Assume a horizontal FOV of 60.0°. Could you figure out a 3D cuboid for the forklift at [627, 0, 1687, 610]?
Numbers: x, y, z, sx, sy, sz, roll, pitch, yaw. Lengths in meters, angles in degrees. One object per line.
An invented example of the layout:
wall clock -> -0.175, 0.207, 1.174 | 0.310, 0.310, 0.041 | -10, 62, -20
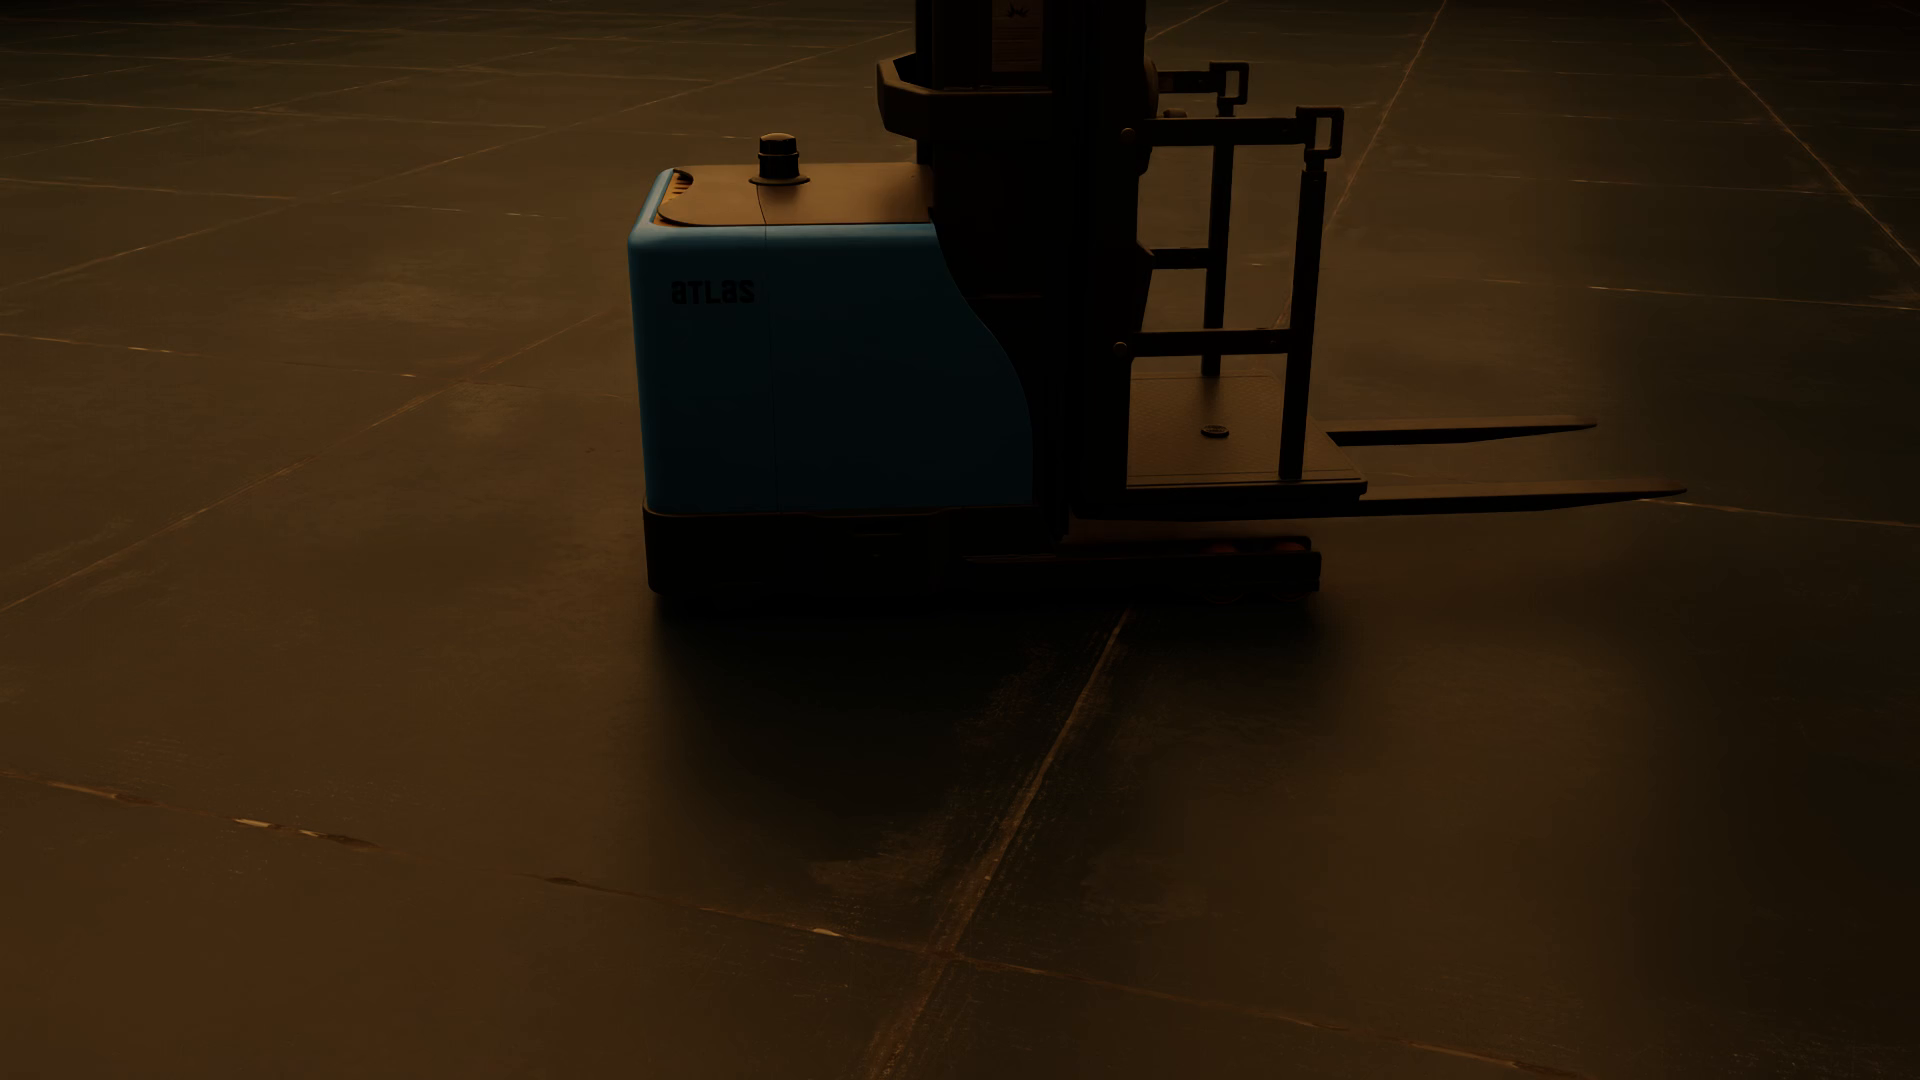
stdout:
forklift -> 0.606, -1.374, 4.608 | 3.031, 2.935, 1.130 | -2, 23, -4
